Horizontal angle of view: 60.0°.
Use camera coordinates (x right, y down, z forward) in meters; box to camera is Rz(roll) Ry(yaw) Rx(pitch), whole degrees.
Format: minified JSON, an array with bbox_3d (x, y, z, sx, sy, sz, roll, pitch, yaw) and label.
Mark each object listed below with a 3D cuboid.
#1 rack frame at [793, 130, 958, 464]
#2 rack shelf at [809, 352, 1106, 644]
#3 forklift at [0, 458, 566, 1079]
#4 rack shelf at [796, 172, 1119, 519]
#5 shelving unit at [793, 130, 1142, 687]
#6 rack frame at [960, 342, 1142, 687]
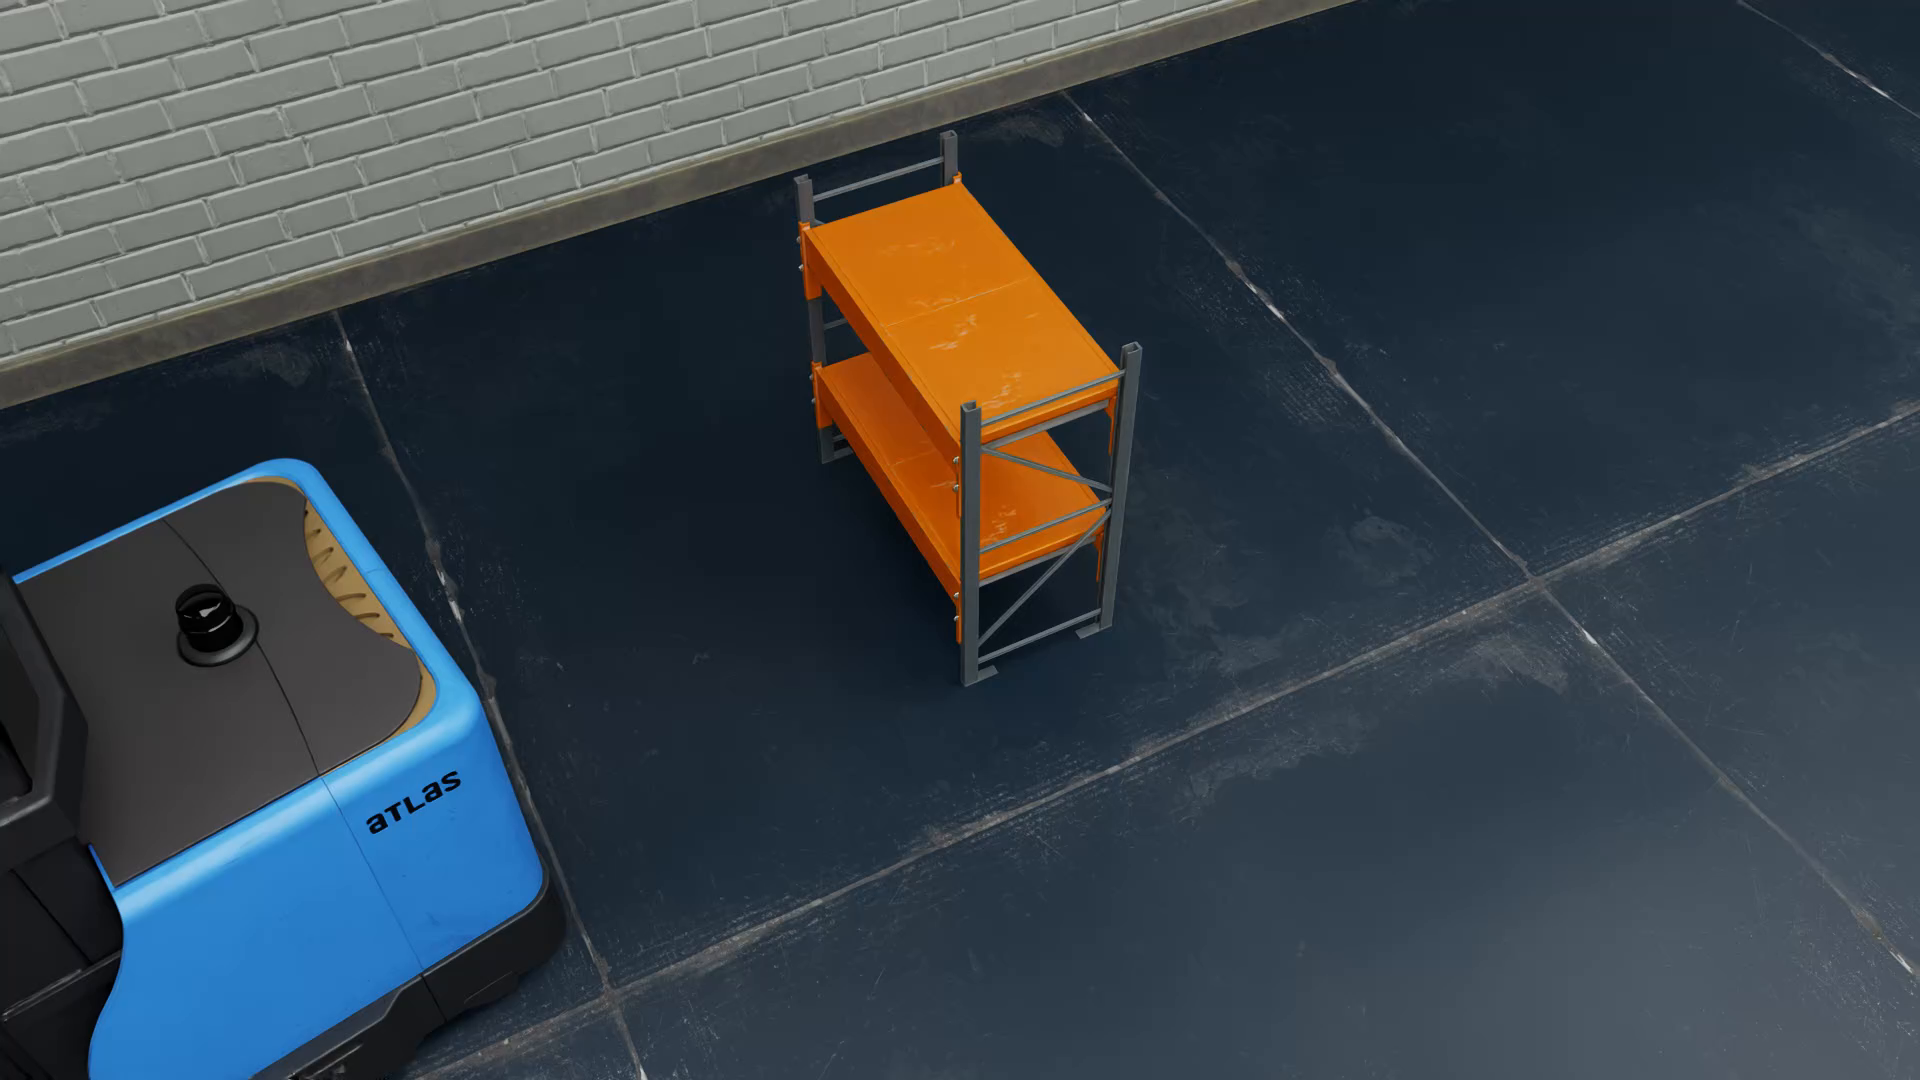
[{"bbox_3d":[-0.236,-0.715,5.128,0.500,1.125,0.032,-21,52,-18],"label":"rack frame"},{"bbox_3d":[-0.003,-0.214,5.015,0.538,0.278,1.000,-21,52,-18],"label":"rack shelf"},{"bbox_3d":[-2.490,0.484,2.879,3.031,2.935,1.130,-30,55,-24],"label":"forklift"},{"bbox_3d":[-0.003,-0.568,4.610,0.538,0.278,1.000,-21,52,-18],"label":"rack shelf"},{"bbox_3d":[-0.003,-0.375,4.831,0.538,1.125,1.048,-21,52,-18],"label":"shelving unit"},{"bbox_3d":[0.230,-0.035,4.533,0.500,1.125,0.032,-21,52,-18],"label":"rack frame"}]
